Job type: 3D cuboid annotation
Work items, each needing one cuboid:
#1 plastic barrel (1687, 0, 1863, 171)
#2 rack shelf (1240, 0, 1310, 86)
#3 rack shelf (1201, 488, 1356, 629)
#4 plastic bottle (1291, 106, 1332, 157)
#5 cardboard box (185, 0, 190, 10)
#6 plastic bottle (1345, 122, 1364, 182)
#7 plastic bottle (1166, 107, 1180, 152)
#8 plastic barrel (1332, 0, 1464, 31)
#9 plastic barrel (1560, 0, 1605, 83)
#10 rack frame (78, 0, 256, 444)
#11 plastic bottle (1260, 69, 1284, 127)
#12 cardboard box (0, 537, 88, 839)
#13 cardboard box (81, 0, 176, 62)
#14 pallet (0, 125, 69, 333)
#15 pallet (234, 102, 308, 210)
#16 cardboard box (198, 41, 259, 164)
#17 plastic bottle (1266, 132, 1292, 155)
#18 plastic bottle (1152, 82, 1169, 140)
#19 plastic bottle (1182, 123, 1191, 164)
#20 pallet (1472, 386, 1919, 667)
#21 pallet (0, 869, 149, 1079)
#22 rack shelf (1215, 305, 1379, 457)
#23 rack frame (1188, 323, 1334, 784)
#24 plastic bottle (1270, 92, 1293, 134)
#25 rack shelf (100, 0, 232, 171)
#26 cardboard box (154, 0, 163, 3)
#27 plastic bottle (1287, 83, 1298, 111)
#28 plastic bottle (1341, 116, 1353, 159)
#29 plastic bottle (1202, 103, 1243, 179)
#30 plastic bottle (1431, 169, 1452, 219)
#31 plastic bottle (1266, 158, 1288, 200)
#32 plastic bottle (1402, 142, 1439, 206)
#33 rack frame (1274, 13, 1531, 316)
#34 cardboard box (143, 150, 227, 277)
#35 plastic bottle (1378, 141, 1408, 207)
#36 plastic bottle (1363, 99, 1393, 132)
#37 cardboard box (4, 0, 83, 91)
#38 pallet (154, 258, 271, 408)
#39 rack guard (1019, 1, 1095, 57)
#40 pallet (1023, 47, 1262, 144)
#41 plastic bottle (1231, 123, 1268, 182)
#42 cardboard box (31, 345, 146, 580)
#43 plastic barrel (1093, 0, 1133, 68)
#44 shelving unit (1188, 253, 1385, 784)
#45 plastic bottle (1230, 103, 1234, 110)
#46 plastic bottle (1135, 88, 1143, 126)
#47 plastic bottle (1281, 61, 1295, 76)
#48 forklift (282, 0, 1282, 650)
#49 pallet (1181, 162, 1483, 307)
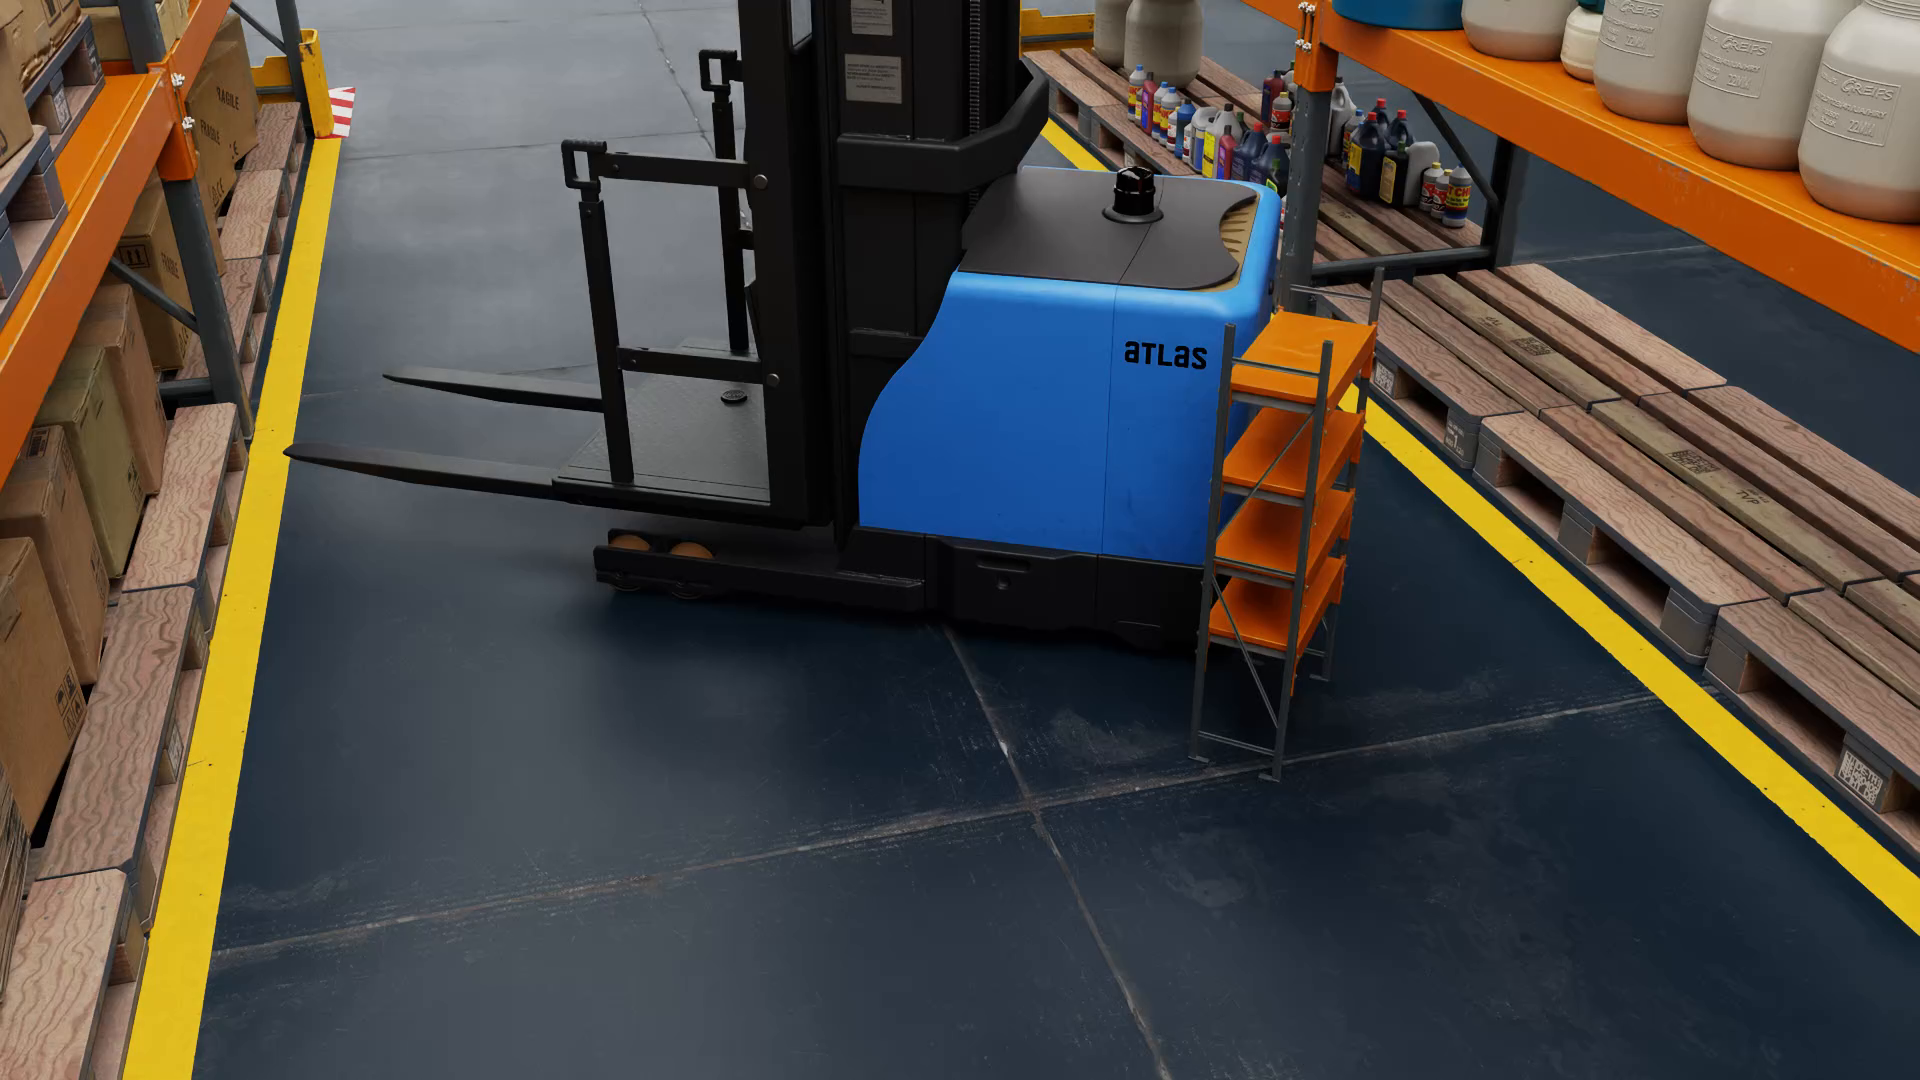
[{"bbox_3d":[2.144,-1.266,4.308,0.433,0.535,0.433,0,30,0],"label":"plastic barrel"},{"bbox_3d":[1.261,-2.917,8.013,1.077,0.370,4.000,-8,31,-13],"label":"rack shelf"},{"bbox_3d":[0.802,0.014,4.163,0.258,0.148,0.480,13,33,22],"label":"rack shelf"},{"bbox_3d":[1.678,-1.983,7.962,0.152,0.276,0.135,-8,31,-13],"label":"plastic bottle"},{"bbox_3d":[-2.898,-1.878,5.751,0.380,0.149,0.250,-8,31,-13],"label":"cardboard box"},{"bbox_3d":[1.822,-1.770,7.599,0.097,0.271,0.097,0,30,0],"label":"plastic bottle"},{"bbox_3d":[1.054,-1.994,8.055,0.097,0.201,0.097,0,30,0],"label":"plastic bottle"},{"bbox_3d":[1.602,-2.252,5.646,0.600,0.901,0.708,-8,31,-13],"label":"plastic barrel"},{"bbox_3d":[1.995,-1.542,5.058,0.301,0.262,0.301,0,30,0],"label":"plastic barrel"},{"bbox_3d":[-2.984,-1.603,5.026,1.000,3.000,0.127,-8,31,-13],"label":"rack frame"},{"bbox_3d":[1.578,-2.240,8.398,0.061,0.283,0.133,-8,31,-13],"label":"plastic bottle"},{"bbox_3d":[-2.436,0.360,3.690,0.700,0.500,0.500,-5,30,-9],"label":"cardboard box"},{"bbox_3d":[-2.751,-1.638,5.337,0.380,0.149,0.250,-8,31,-13],"label":"cardboard box"},{"bbox_3d":[-2.487,-0.539,3.378,1.003,0.211,1.213,-8,31,-13],"label":"pallet"},{"bbox_3d":[-3.844,-1.895,8.313,1.003,0.211,1.213,-8,31,-13],"label":"pallet"},{"bbox_3d":[-3.704,-2.047,7.869,0.500,0.500,0.500,0,30,0],"label":"cardboard box"},{"bbox_3d":[1.428,-1.671,7.422,0.152,0.276,0.135,-8,31,-13],"label":"plastic bottle"},{"bbox_3d":[1.002,-2.121,8.204,0.097,0.271,0.097,0,30,0],"label":"plastic bottle"},{"bbox_3d":[1.109,-1.895,7.884,0.097,0.201,0.097,0,30,0],"label":"plastic bottle"},{"bbox_3d":[2.365,-0.091,5.196,1.003,0.211,1.213,-8,31,-13],"label":"pallet"},{"bbox_3d":[-2.128,1.158,3.039,1.003,0.211,1.213,-8,31,-13],"label":"pallet"},{"bbox_3d":[0.802,-0.384,3.932,0.258,0.148,0.480,13,33,22],"label":"rack shelf"},{"bbox_3d":[0.698,0.066,3.938,0.240,1.200,0.015,13,33,22],"label":"rack frame"},{"bbox_3d":[1.602,-2.126,8.284,0.097,0.201,0.097,0,30,0],"label":"plastic bottle"},{"bbox_3d":[-3.515,-2.258,6.875,1.077,0.370,4.000,-8,31,-13],"label":"rack shelf"},{"bbox_3d":[-3.044,-2.001,5.316,0.875,0.500,0.500,-8,31,-13],"label":"cardboard box"},{"bbox_3d":[1.717,-2.184,8.309,0.152,0.276,0.135,-9,31,-15],"label":"plastic bottle"},{"bbox_3d":[1.875,-1.917,7.922,0.097,0.201,0.097,0,30,0],"label":"plastic bottle"},{"bbox_3d":[1.206,-1.827,7.618,0.144,0.351,0.185,-8,31,-14],"label":"plastic bottle"},{"bbox_3d":[2.103,-1.502,7.206,0.097,0.201,0.097,0,30,0],"label":"plastic bottle"},{"bbox_3d":[1.346,-1.465,7.059,0.061,0.283,0.133,-6,31,-11],"label":"plastic bottle"},{"bbox_3d":[2.017,-1.638,7.366,0.152,0.276,0.135,-7,31,-11],"label":"plastic bottle"},{"bbox_3d":[1.791,-2.262,6.164,1.000,3.000,0.127,-8,31,-13],"label":"rack frame"},{"bbox_3d":[-3.211,-1.177,6.366,0.500,0.500,0.500,2,30,3],"label":"cardboard box"},{"bbox_3d":[1.915,-1.627,7.339,0.061,0.283,0.133,-8,31,-13],"label":"plastic bottle"},{"bbox_3d":[1.927,-1.842,7.643,0.144,0.351,0.185,-9,31,-15],"label":"plastic bottle"},{"bbox_3d":[-2.908,-1.642,4.075,1.000,1.000,1.000,-8,31,-13],"label":"cardboard box"},{"bbox_3d":[-3.196,-0.716,6.277,1.003,0.211,1.213,-8,31,-13],"label":"pallet"},{"bbox_3d":[0.795,-3.082,10.075,1.175,0.500,0.348,-8,31,-13],"label":"rack guard"},{"bbox_3d":[1.006,-2.563,9.468,1.003,0.211,1.213,-8,31,-13],"label":"pallet"},{"bbox_3d":[1.292,-1.671,7.348,0.144,0.351,0.185,-9,31,-16],"label":"plastic bottle"},{"bbox_3d":[-2.733,-0.180,4.622,0.700,0.500,0.500,-8,31,-14],"label":"cardboard box"},{"bbox_3d":[0.978,-2.991,9.488,0.421,0.512,0.421,0,30,0],"label":"plastic barrel"},{"bbox_3d":[0.802,-0.044,4.129,0.258,1.200,0.503,13,33,22],"label":"shelving unit"},{"bbox_3d":[1.269,-1.892,7.796,0.061,0.283,0.133,-8,31,-13],"label":"plastic bottle"},{"bbox_3d":[0.938,-2.206,8.421,0.097,0.201,0.097,0,30,0],"label":"plastic bottle"},{"bbox_3d":[1.689,-2.326,8.546,0.061,0.283,0.133,-7,31,-12],"label":"plastic bottle"},{"bbox_3d":[-0.607,-1.341,4.641,3.031,2.935,1.130,7,31,12],"label":"forklift"},{"bbox_3d":[1.653,-1.385,7.432,1.003,0.211,1.213,-8,31,-13],"label":"pallet"}]
